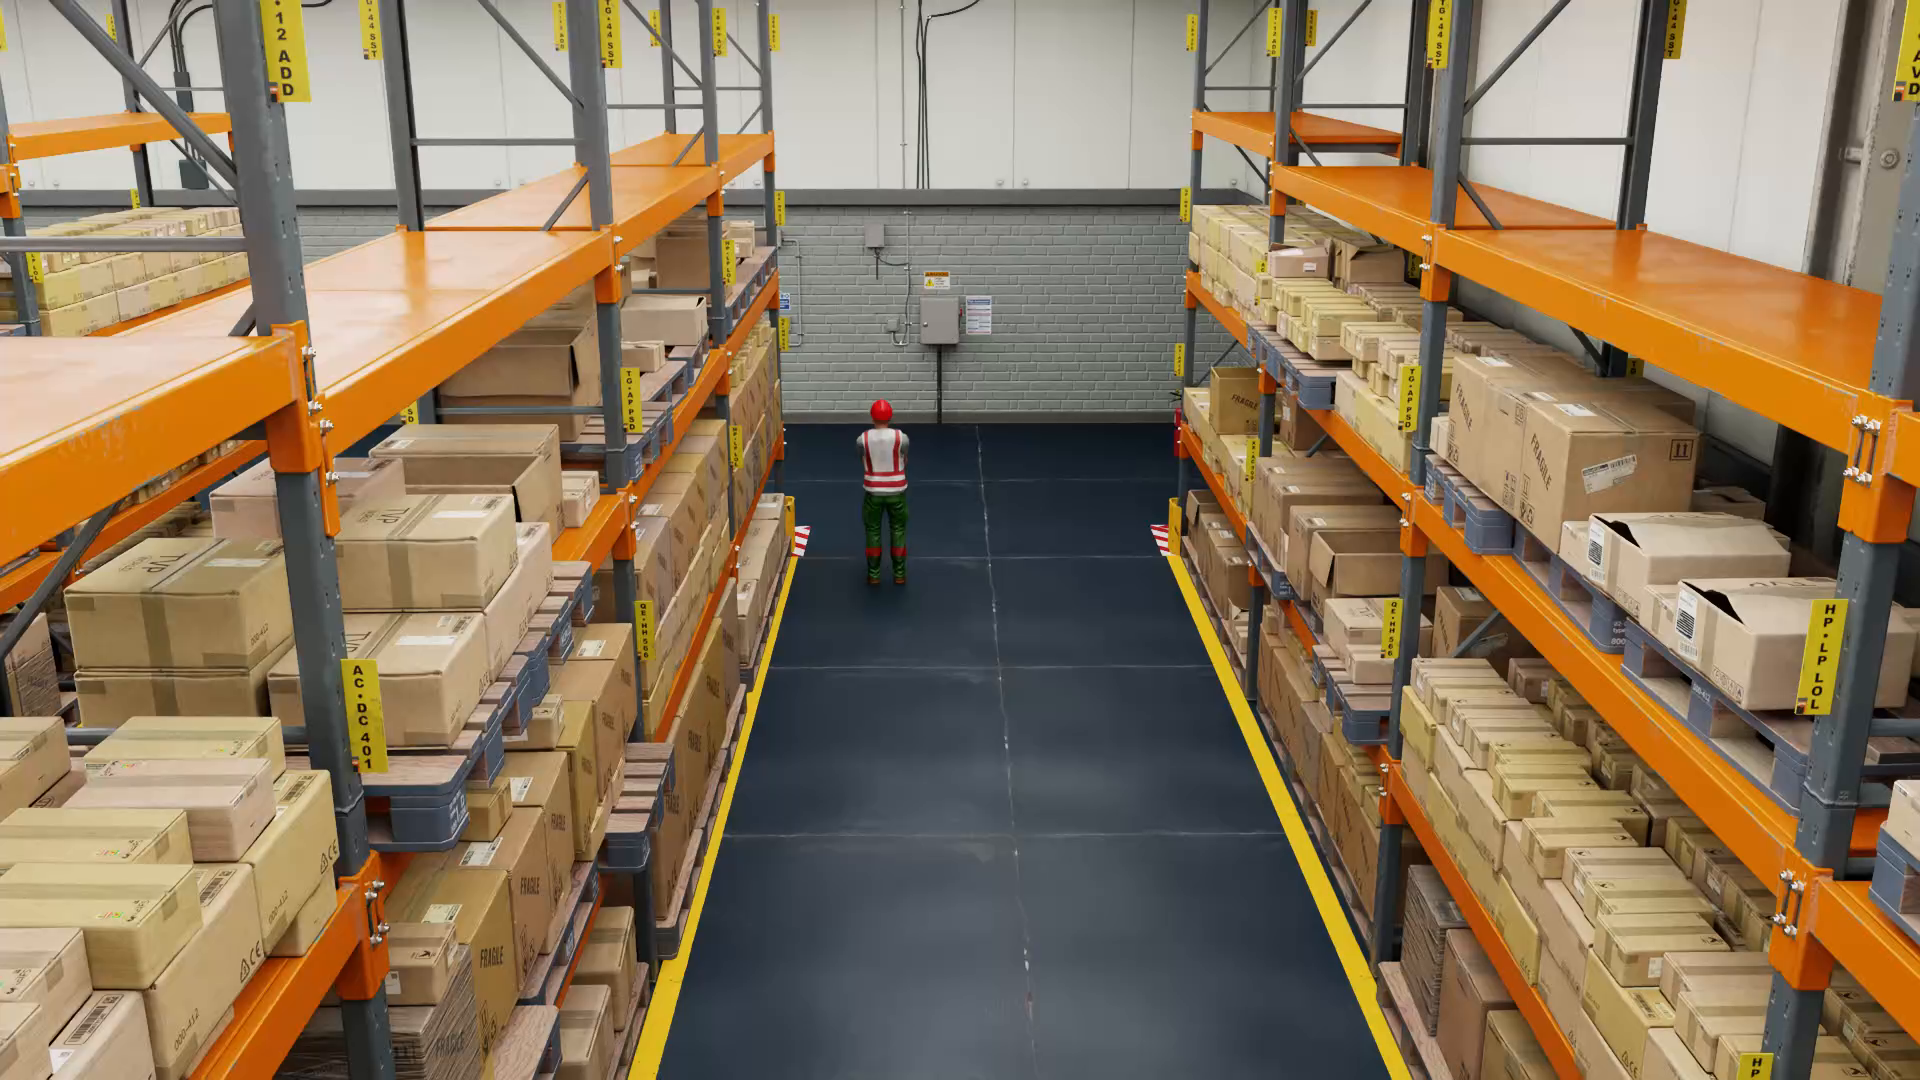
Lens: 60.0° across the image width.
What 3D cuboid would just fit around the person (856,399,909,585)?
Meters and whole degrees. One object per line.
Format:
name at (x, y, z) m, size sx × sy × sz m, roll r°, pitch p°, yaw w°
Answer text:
person at (-0.720, -0.487, 15.703) m, size 0.494 × 1.782 × 0.569 m, roll 0°, pitch 17°, yaw -2°
